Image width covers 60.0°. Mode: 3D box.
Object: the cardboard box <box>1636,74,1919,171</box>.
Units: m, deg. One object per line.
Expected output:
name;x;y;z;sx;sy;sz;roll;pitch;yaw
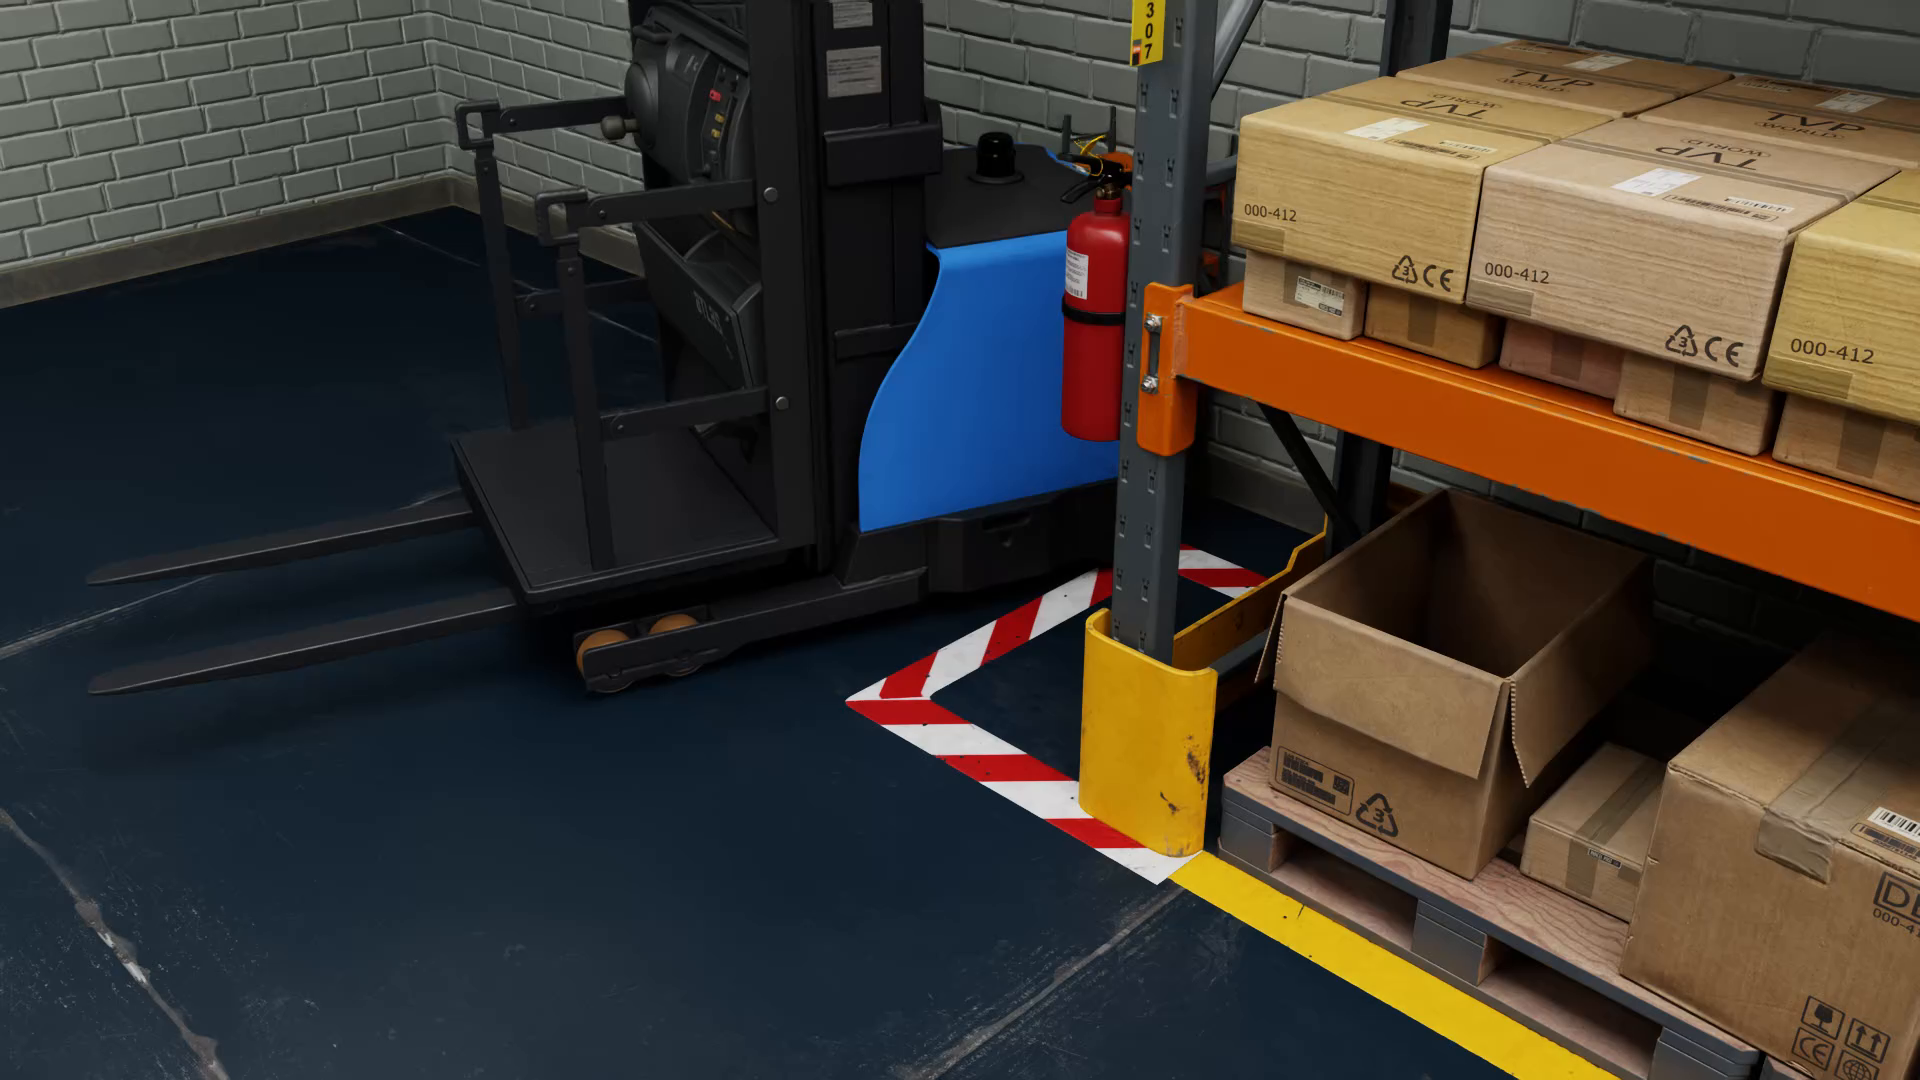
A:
cardboard box;1.620;-0.688;3.178;0.500;0.250;0.500;25;36;39

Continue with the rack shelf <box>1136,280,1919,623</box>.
rack shelf;2.165;0.117;2.577;4.000;0.370;1.077;25;36;38

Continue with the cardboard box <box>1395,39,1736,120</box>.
cardboard box;1.253;-0.857;3.498;0.500;0.250;0.500;-24;36;-38

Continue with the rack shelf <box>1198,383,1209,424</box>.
rack shelf;0.554;-0.492;5.458;0.258;0.148;0.480;-21;34;-38

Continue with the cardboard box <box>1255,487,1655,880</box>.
cardboard box;1.108;0.296;3.695;0.637;0.503;0.797;23;35;37

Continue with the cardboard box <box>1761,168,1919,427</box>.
cardboard box;1.597;-0.353;2.540;0.500;0.250;0.500;24;36;37

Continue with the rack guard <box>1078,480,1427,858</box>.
rack guard;0.793;0.277;4.185;0.348;0.500;1.175;25;36;38

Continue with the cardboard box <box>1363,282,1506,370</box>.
cardboard box;0.995;-0.477;3.203;0.380;0.149;0.250;-24;36;-38

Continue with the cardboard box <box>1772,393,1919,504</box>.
cardboard box;1.537;-0.215;2.706;0.380;0.149;0.250;-25;36;-38

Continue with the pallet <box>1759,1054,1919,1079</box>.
pallet;2.228;1.063;3.002;1.213;0.211;1.003;25;36;38

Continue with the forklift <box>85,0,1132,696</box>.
forklift;-0.903;-1.167;4.319;3.031;2.935;1.130;-12;30;-22

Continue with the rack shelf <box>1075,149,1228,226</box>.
rack shelf;0.574;-1.082;5.166;0.258;0.148;0.480;-21;34;-38

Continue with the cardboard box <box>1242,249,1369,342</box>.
cardboard box;0.781;-0.544;3.332;0.250;0.149;0.380;24;36;38

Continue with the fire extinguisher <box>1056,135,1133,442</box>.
fire extinguisher;0.310;-0.549;3.555;0.183;0.674;0.296;25;36;38

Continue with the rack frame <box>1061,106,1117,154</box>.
rack frame;0.396;-0.814;5.498;0.240;1.200;0.015;-21;34;-38

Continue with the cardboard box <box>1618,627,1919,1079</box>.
cardboard box;1.691;0.590;3.140;0.700;0.500;0.500;-24;36;-37

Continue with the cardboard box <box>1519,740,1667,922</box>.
cardboard box;1.384;0.605;3.489;0.250;0.149;0.380;23;35;37

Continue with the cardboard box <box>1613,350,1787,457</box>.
cardboard box;1.344;-0.300;2.867;0.380;0.149;0.250;-24;36;-38

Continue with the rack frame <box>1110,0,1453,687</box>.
rack frame;0.739;-0.854;3.651;0.127;3.000;1.000;25;36;38

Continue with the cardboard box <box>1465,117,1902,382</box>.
cardboard box;1.233;-0.517;2.852;0.500;0.250;0.500;-25;37;-39

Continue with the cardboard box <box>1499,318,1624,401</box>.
cardboard box;1.206;-0.402;3.062;0.250;0.149;0.380;24;36;38

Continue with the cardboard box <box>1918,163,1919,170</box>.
cardboard box;1.969;-0.525;2.867;0.500;0.250;0.500;-24;36;-38

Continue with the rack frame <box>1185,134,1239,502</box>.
rack frame;0.728;-0.647;5.182;0.240;1.200;0.015;-21;34;-38

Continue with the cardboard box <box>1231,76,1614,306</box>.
cardboard box;0.873;-0.682;3.165;0.500;0.250;0.500;25;37;39

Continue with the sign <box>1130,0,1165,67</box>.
sign;0.358;-1.057;3.107;0.005;0.325;0.100;25;36;38

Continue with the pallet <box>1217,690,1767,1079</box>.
pallet;1.362;0.665;3.758;1.213;0.211;1.003;25;36;38

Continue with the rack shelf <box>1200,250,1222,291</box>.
rack shelf;0.567;-0.870;5.271;0.258;0.148;0.480;-21;34;-38

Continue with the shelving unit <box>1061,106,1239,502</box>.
shelving unit;0.562;-0.730;5.340;0.258;1.200;0.503;-21;34;-38
